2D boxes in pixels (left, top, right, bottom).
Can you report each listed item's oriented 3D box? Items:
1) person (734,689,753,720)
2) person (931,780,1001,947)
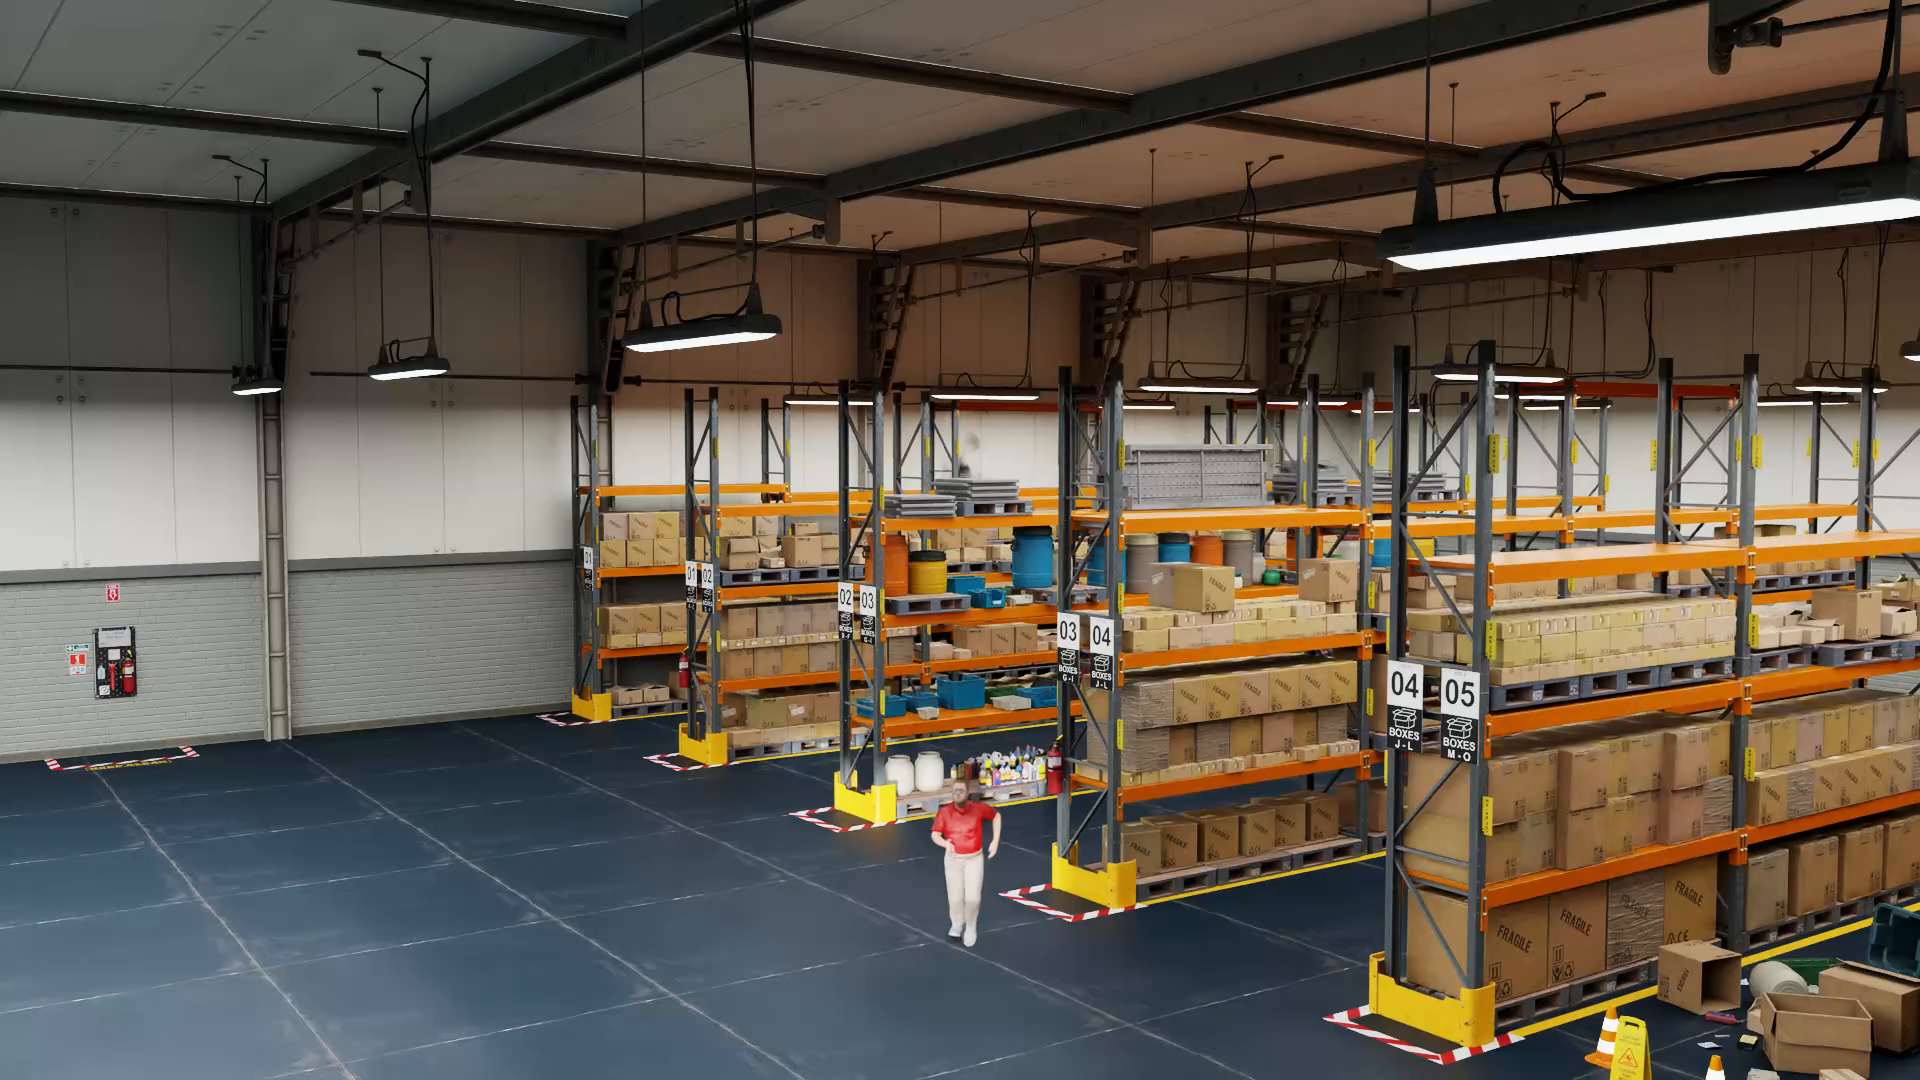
[{"bbox_3d":[-3.812,2.525,29.339,0.734,1.805,0.687,-3,5,-44],"label":"person"},{"bbox_3d":[0.053,3.287,16.926,0.681,1.705,0.859,0,3,8],"label":"person"}]
